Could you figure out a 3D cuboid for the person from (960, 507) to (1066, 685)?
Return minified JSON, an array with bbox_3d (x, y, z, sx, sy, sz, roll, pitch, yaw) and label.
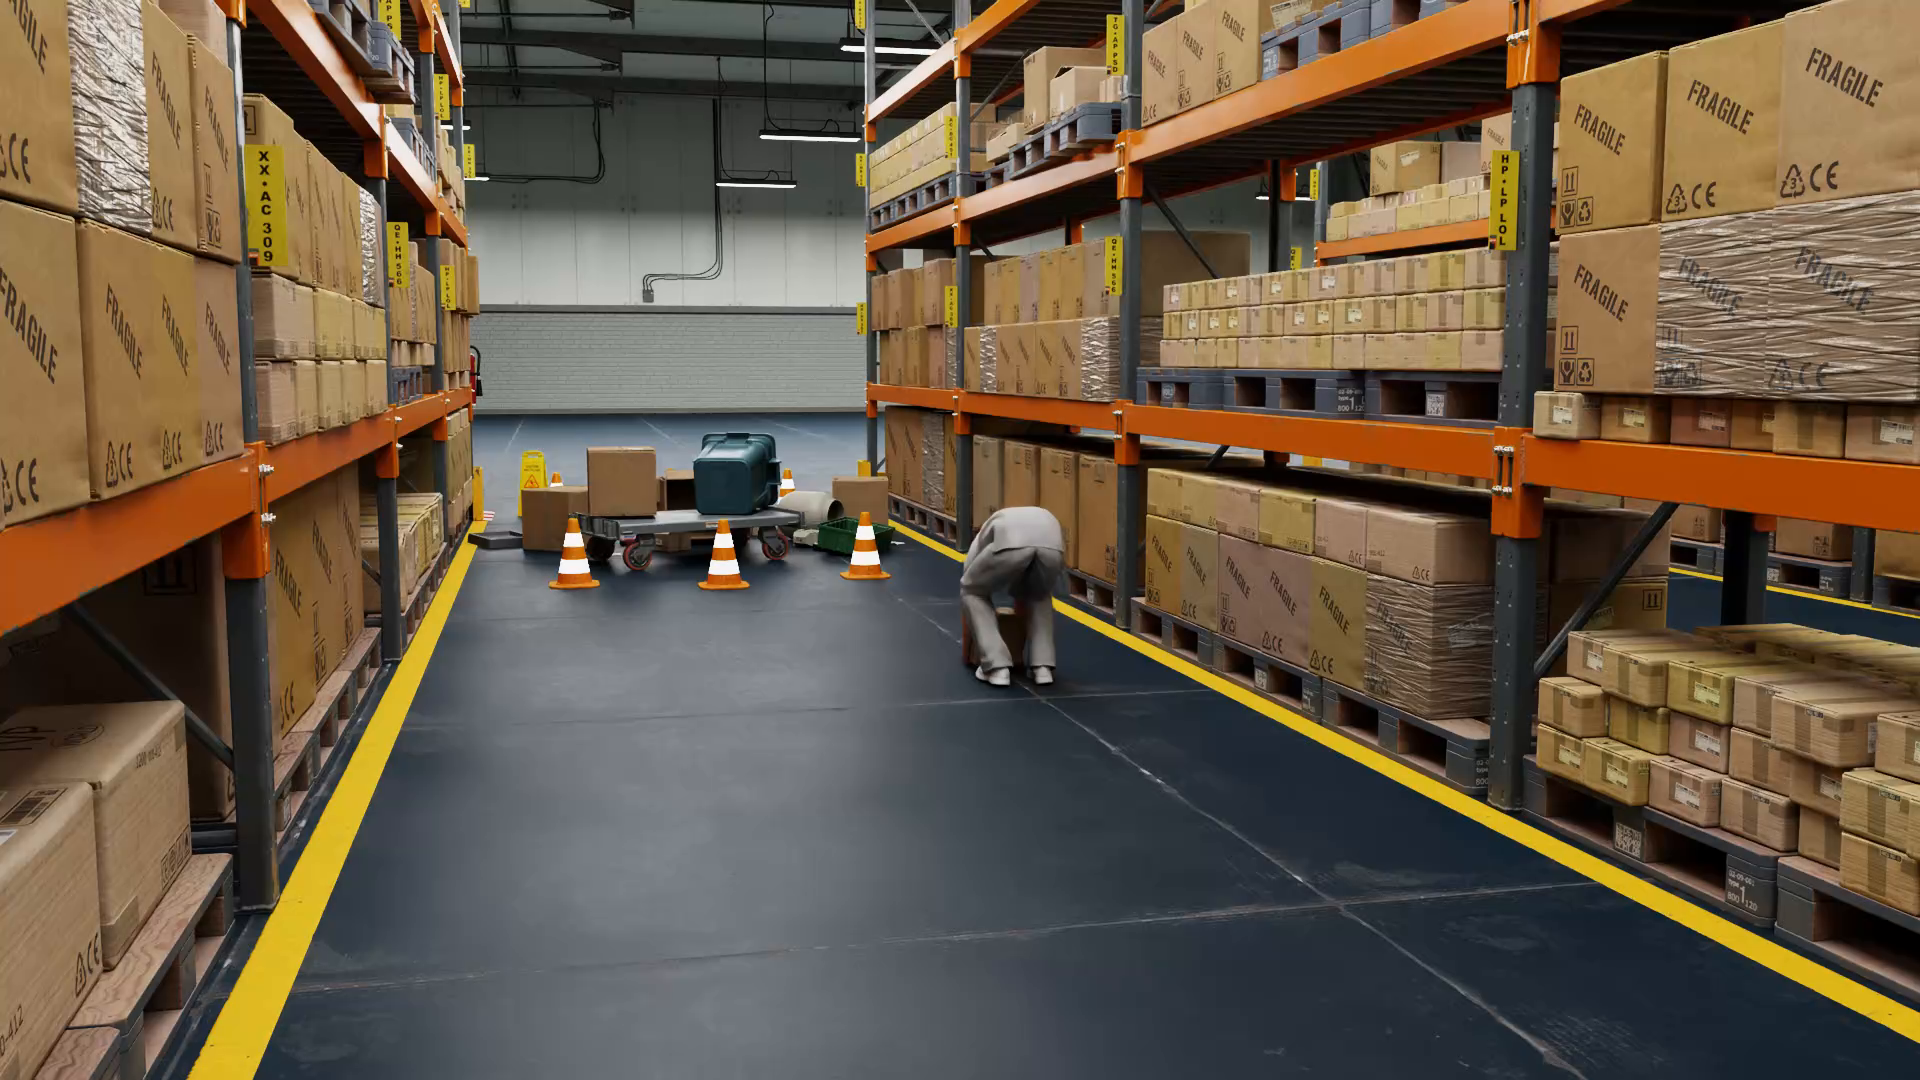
[{"bbox_3d":[0.232,0.247,8.170,0.476,0.852,0.852,-2,6,-16],"label":"person"}]
